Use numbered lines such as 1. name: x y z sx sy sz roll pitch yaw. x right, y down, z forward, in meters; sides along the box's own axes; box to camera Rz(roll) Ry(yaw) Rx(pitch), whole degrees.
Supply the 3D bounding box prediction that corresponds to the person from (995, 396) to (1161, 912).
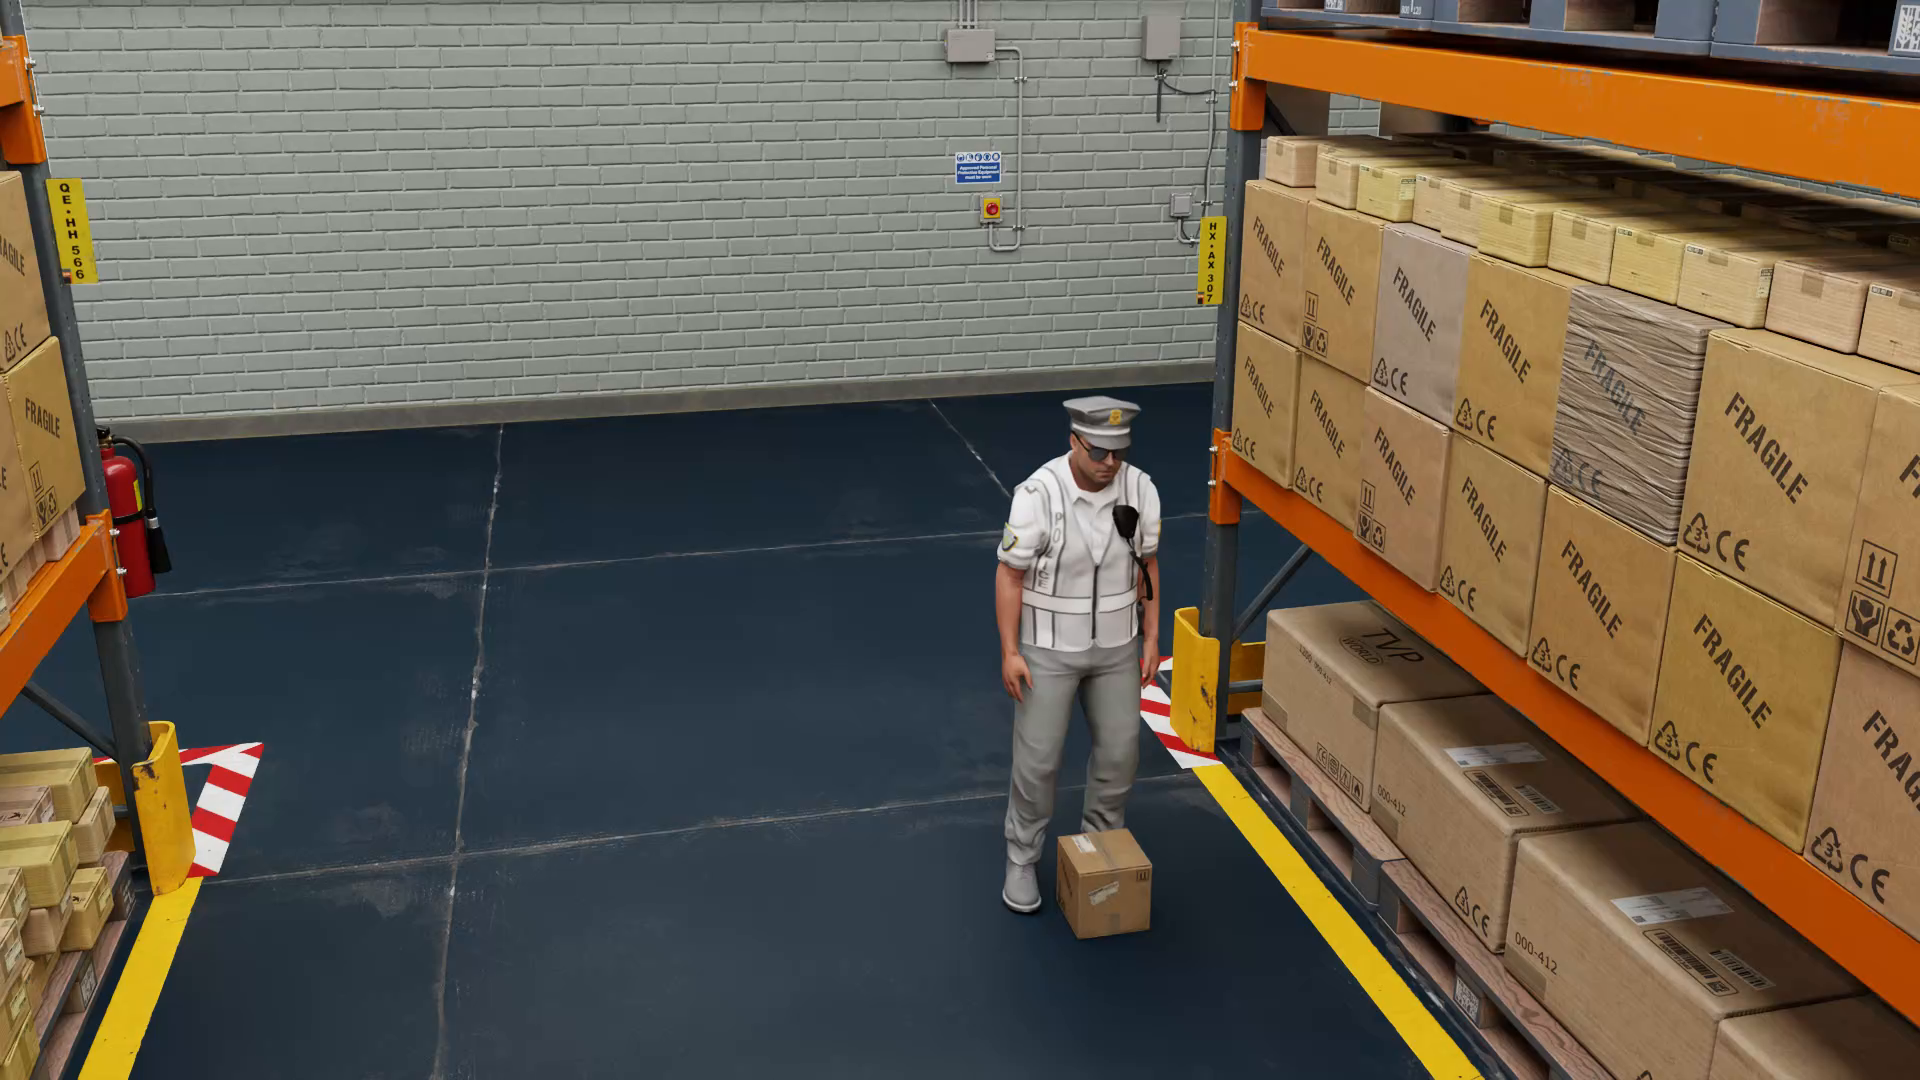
1. person: 0.396 0.353 5.564 0.582 1.744 0.437 -5 20 -15
